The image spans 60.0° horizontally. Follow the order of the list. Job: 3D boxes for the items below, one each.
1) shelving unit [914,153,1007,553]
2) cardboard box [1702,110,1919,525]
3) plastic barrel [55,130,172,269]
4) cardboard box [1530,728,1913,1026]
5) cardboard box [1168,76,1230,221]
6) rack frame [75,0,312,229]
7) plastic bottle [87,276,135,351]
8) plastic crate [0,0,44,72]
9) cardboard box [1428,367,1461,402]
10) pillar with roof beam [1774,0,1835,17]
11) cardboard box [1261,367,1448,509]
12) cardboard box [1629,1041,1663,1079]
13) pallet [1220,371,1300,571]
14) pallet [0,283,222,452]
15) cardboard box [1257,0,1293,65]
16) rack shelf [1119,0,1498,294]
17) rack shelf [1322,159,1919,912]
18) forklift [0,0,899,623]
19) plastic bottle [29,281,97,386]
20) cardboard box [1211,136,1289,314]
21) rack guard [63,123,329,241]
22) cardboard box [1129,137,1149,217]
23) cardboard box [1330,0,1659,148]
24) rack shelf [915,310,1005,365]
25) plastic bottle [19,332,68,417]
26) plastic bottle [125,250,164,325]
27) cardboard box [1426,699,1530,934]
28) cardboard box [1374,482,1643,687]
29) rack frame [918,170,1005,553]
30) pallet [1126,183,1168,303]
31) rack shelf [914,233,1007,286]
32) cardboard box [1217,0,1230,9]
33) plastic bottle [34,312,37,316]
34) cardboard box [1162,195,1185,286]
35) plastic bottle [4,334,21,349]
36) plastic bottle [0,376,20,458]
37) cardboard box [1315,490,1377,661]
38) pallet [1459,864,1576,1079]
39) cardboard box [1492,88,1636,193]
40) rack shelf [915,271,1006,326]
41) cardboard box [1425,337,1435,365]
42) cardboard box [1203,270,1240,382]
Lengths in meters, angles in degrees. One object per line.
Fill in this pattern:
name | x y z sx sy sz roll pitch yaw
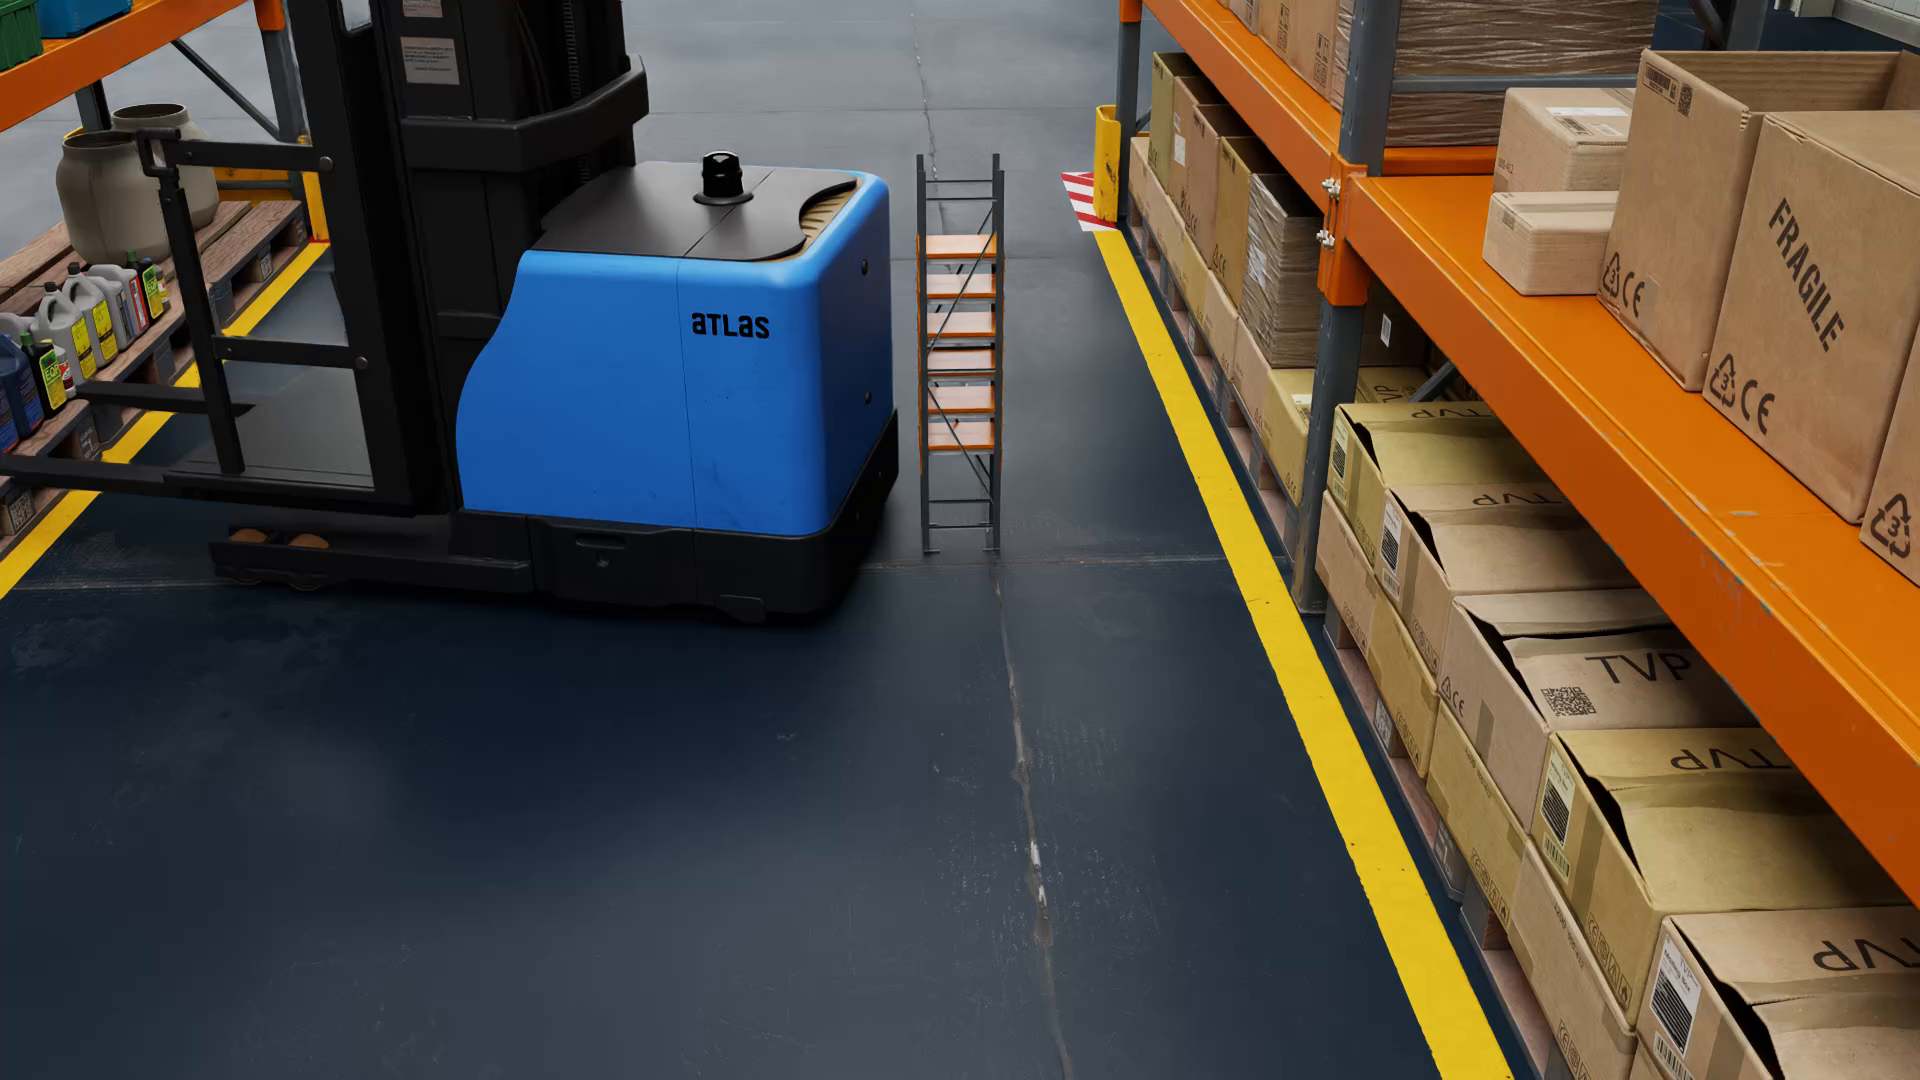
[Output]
shelving unit | -0.001 -0.539 4.985 0.258 1.200 0.189 -1 28 -3
cardboard box | 1.560 -0.362 2.592 0.500 0.500 0.500 -1 28 -3
plastic barrel | -3.537 -1.426 6.977 0.421 0.512 0.421 0 28 0
cardboard box | 1.337 0.544 2.876 0.500 0.311 0.500 -1 28 -1
cardboard box | 1.146 -1.580 6.743 0.500 0.500 0.500 -1 28 -3
rack frame | -3.673 -2.877 7.522 1.000 3.000 0.127 -1 28 -3
plastic bottle | -3.147 -0.845 6.097 0.152 0.276 0.135 -2 28 -4
plastic crate | -3.254 -1.569 5.244 0.450 0.188 0.662 -1 28 -3
cardboard box | 1.761 -0.336 5.169 0.500 0.250 0.500 -1 28 -3
pillar with roof beam | 2.508 -8.140 11.127 9.100 9.000 0.400 -1 28 -3
cardboard box | 1.240 -0.323 5.145 0.500 0.250 0.500 -1 28 -3
cardboard box | 1.366 1.026 2.559 0.500 0.250 0.500 -1 28 -1
pallet | 1.483 -0.279 5.557 1.003 0.211 1.213 -1 28 -3
pallet | -3.525 -0.669 6.304 1.003 0.211 1.213 -1 28 -3
cardboard box | 1.396 -1.872 5.487 0.700 0.500 0.500 -1 28 -2
rack shelf | 1.378 -1.752 6.143 1.077 0.370 4.000 -1 28 -3
rack shelf | 1.587 0.095 2.601 1.077 0.370 4.000 -1 28 -3
forklift | -1.770 -1.381 4.729 3.031 2.935 1.130 5 28 9
plastic bottle | -3.124 -0.716 5.768 0.144 0.351 0.185 -2 28 -3
cardboard box | 1.195 -1.118 5.858 0.500 0.500 0.500 -1 28 -3
rack guard | -3.623 -1.734 8.035 1.175 0.500 0.348 -1 28 -3
cardboard box | 1.079 -1.708 7.801 0.500 0.250 0.500 -1 28 -3
cardboard box | 1.453 -1.396 4.575 0.700 0.500 0.500 -2 28 -4
rack shelf | -0.001 -0.606 4.950 0.258 0.103 0.180 -1 28 -3
plastic bottle | -3.069 -0.567 5.556 0.061 0.283 0.133 0 28 0
plastic bottle | -3.115 -0.976 6.340 0.061 0.283 0.133 -1 28 -1
cardboard box | 1.311 0.553 3.465 0.500 0.250 0.500 -2 28 -4
cardboard box | 1.276 0.065 3.794 0.500 0.311 0.500 -2 28 -3
rack frame | 0.004 -0.496 4.904 0.240 1.200 0.006 -1 28 -3
pallet | 1.355 -1.406 7.717 1.003 0.211 1.213 -1 28 -3
rack shelf | -0.001 -0.818 4.839 0.258 0.103 0.180 -1 28 -3
cardboard box | 1.337 -2.351 6.406 0.700 0.500 0.500 -1 28 -2
plastic bottle | -3.252 -0.713 5.923 0.097 0.201 0.097 0 28 0
cardboard box | 1.135 -1.247 6.916 0.500 0.250 0.500 -1 28 -3
plastic bottle | -3.147 -0.552 5.539 0.097 0.271 0.097 0 28 0
plastic bottle | -3.092 -0.433 5.225 0.144 0.351 0.185 -1 28 -1
cardboard box | 1.256 0.078 4.376 0.500 0.250 0.500 -2 28 -4
pallet | 1.626 0.993 3.117 1.003 0.211 1.213 -1 28 -3
cardboard box | 1.552 -0.854 3.807 0.500 0.250 0.500 0 28 1
rack shelf | -0.001 -0.712 4.895 0.258 0.103 0.180 -1 28 -3
cardboard box | 1.737 -0.899 5.439 0.500 0.500 0.500 -1 28 -3
cardboard box | 1.183 -0.785 6.030 0.500 0.250 0.500 -1 28 -3
